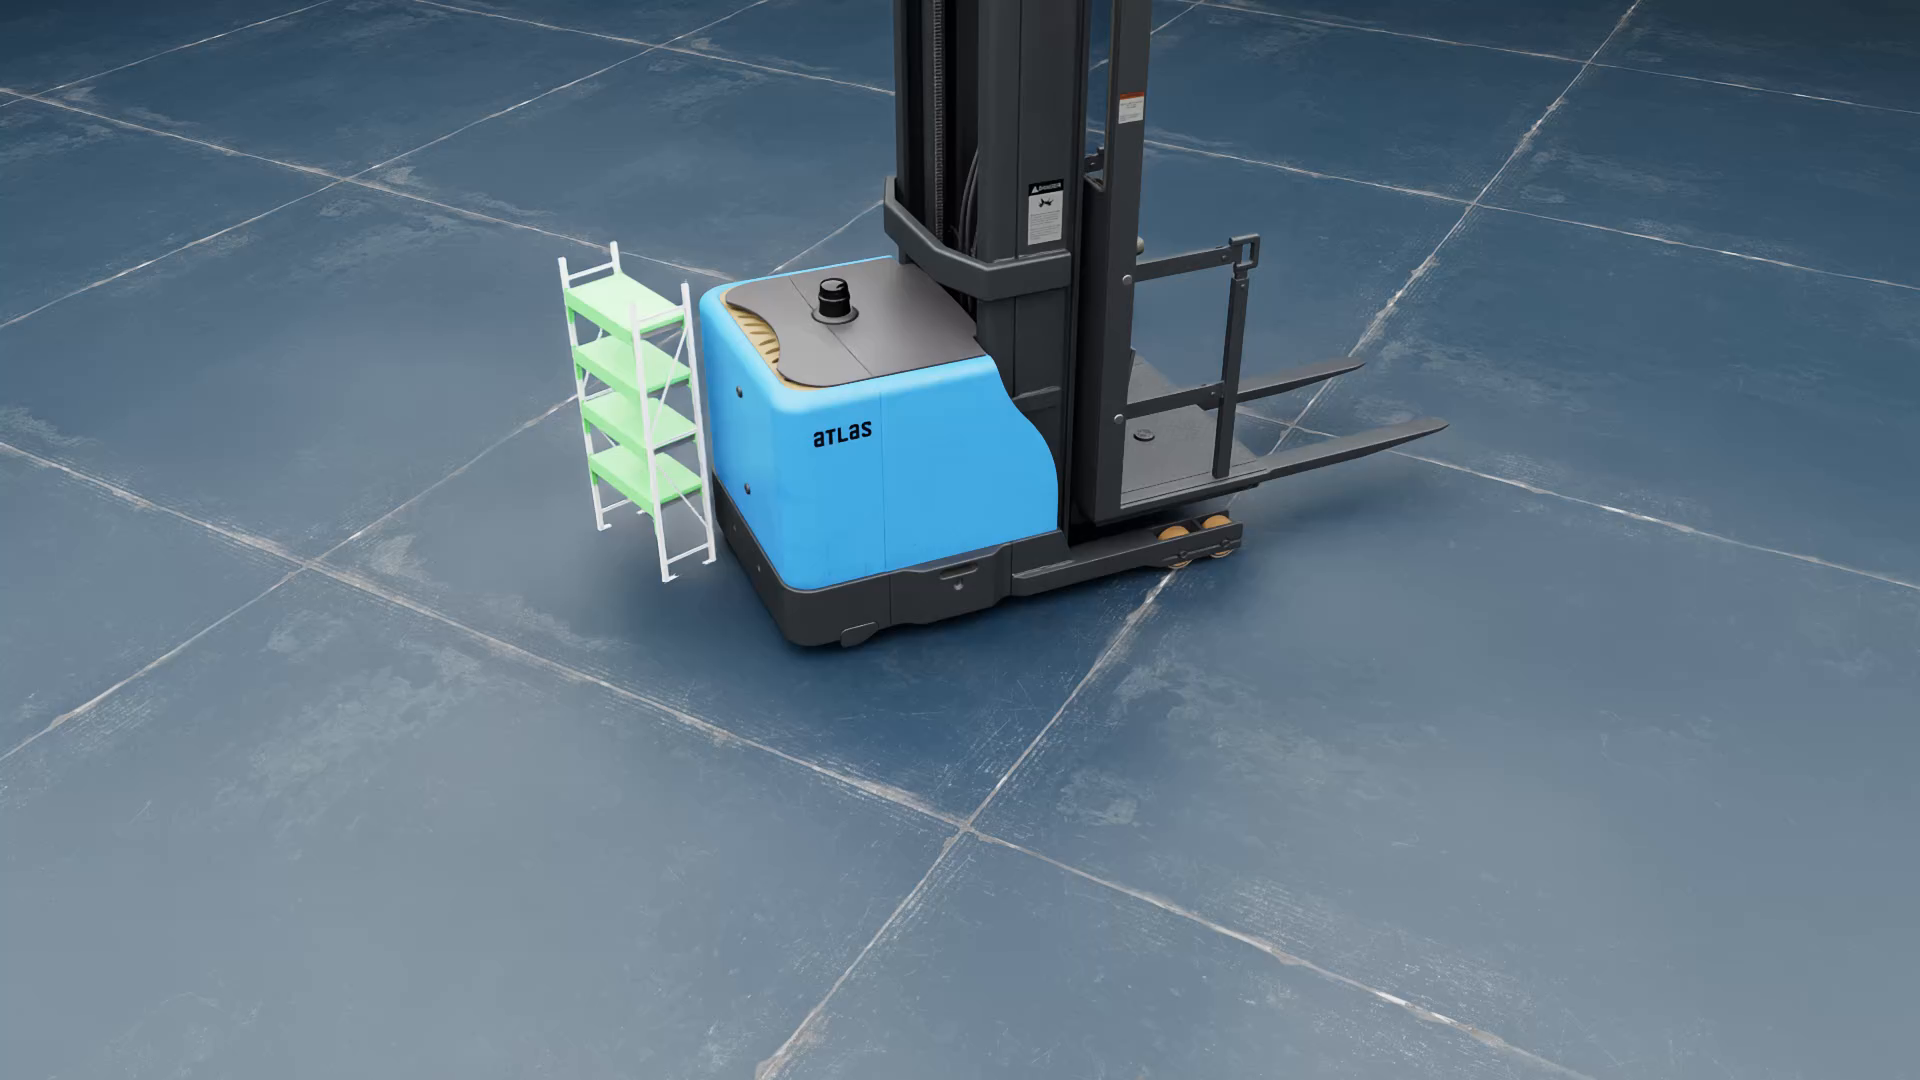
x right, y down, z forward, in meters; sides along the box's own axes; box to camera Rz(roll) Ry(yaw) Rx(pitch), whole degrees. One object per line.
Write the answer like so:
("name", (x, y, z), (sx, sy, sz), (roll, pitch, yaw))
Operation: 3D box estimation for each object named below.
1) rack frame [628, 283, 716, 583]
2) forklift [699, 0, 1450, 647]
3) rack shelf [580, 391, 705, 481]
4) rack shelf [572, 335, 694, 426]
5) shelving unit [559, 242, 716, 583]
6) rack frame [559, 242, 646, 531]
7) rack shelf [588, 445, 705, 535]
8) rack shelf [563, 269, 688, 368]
("rack frame", (-1.068, -0.377, 6.233), (0.240, 1.200, 0.015), (-26, 41, -33))
("forklift", (0.572, -1.360, 6.148), (3.031, 2.935, 1.130), (-14, 36, -20))
("rack shelf", (-1.228, -0.426, 6.422), (0.258, 0.148, 0.480), (-26, 41, -33))
("rack shelf", (-1.228, -0.626, 6.289), (0.258, 0.148, 0.480), (-26, 41, -33))
("shelving unit", (-1.228, -0.479, 6.386), (0.258, 1.200, 0.503), (-26, 41, -33))
("rack frame", (-1.388, -0.581, 6.540), (0.240, 1.200, 0.015), (-26, 41, -33))
("rack shelf", (-1.228, -0.226, 6.555), (0.258, 0.148, 0.480), (-26, 41, -33))
("rack shelf", (-1.229, -0.825, 6.155), (0.258, 0.148, 0.480), (-26, 41, -33))
